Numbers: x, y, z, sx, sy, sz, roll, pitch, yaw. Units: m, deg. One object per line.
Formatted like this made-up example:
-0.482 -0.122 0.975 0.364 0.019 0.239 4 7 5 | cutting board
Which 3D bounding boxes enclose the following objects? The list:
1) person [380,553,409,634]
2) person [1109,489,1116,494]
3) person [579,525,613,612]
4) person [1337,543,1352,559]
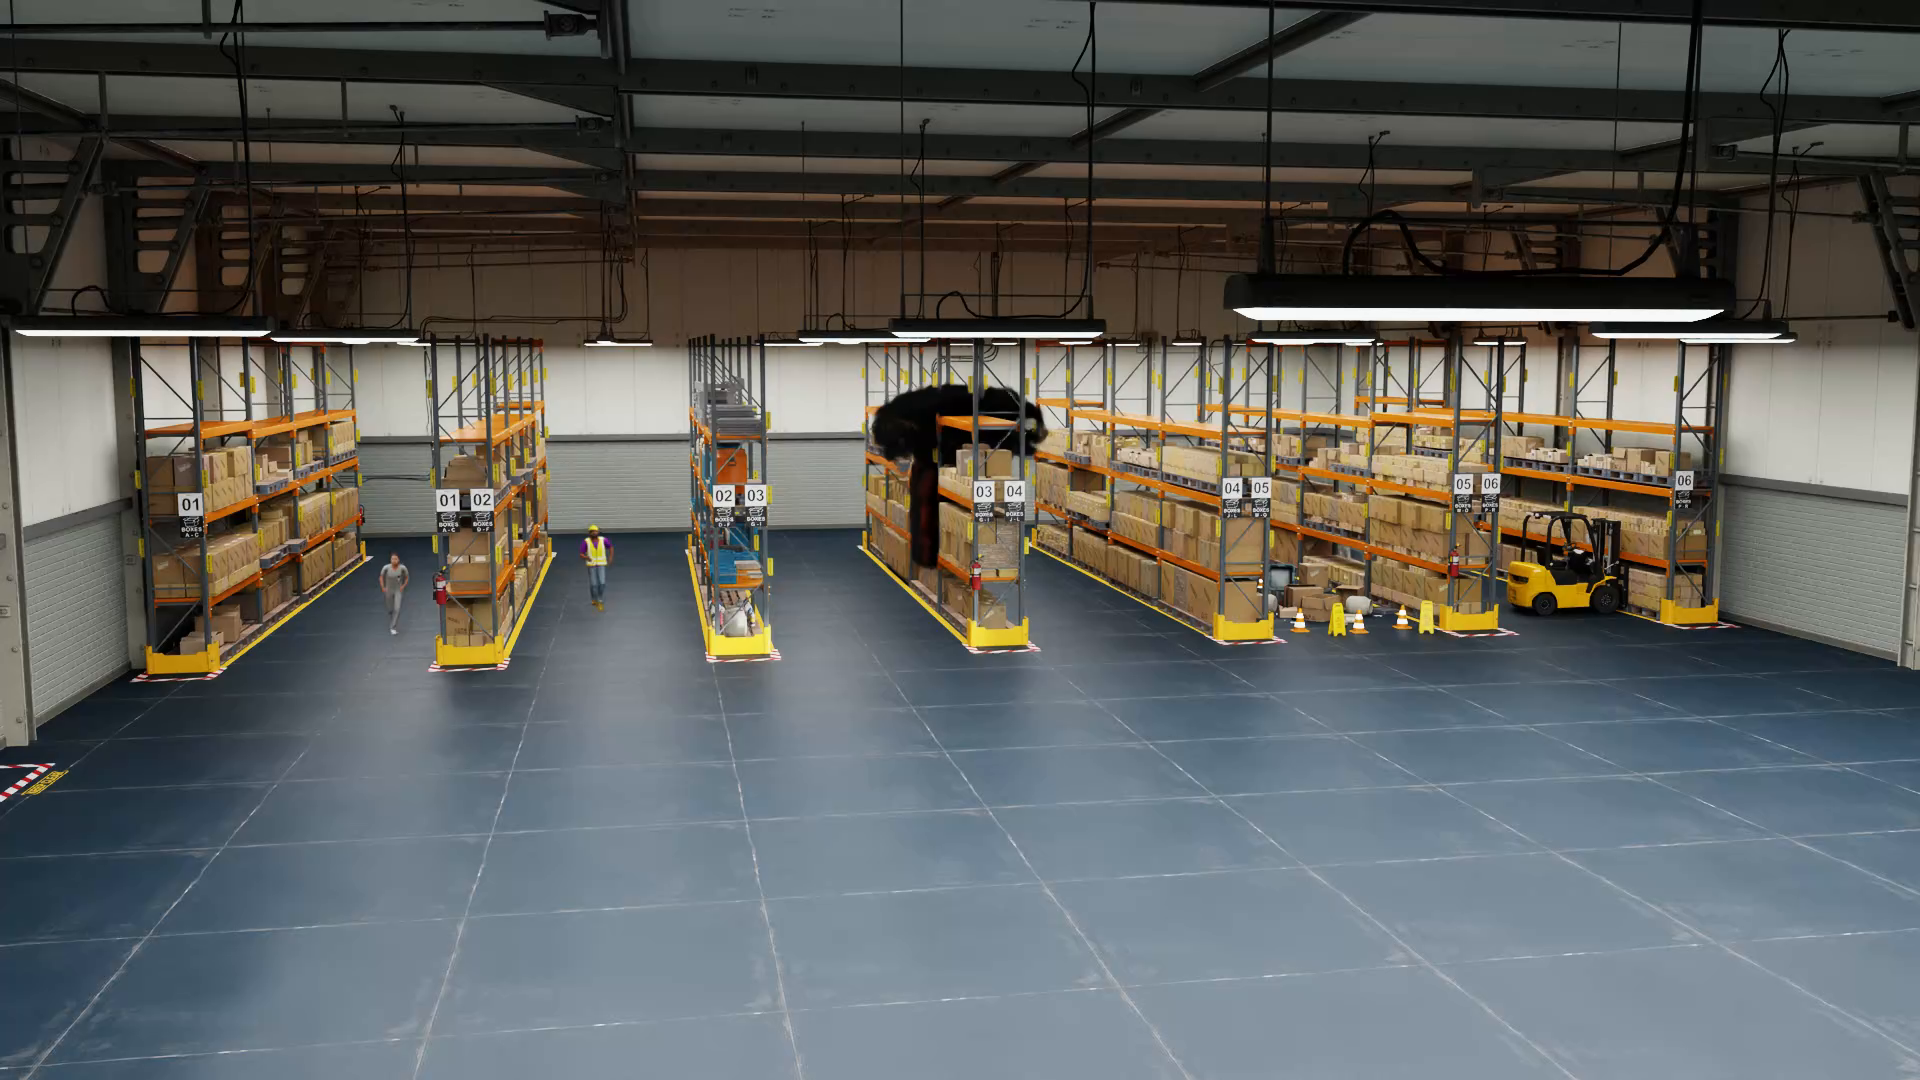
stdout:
-11.501 1.067 33.863 0.575 1.645 0.817 -2 7 -14 | person
4.435 -0.575 47.609 0.662 1.777 1.077 -2 7 -14 | person
-7.712 0.596 35.312 0.708 1.837 0.711 -2 7 -14 | person
10.267 -0.216 44.803 0.621 1.609 0.760 -2 7 -15 | person
